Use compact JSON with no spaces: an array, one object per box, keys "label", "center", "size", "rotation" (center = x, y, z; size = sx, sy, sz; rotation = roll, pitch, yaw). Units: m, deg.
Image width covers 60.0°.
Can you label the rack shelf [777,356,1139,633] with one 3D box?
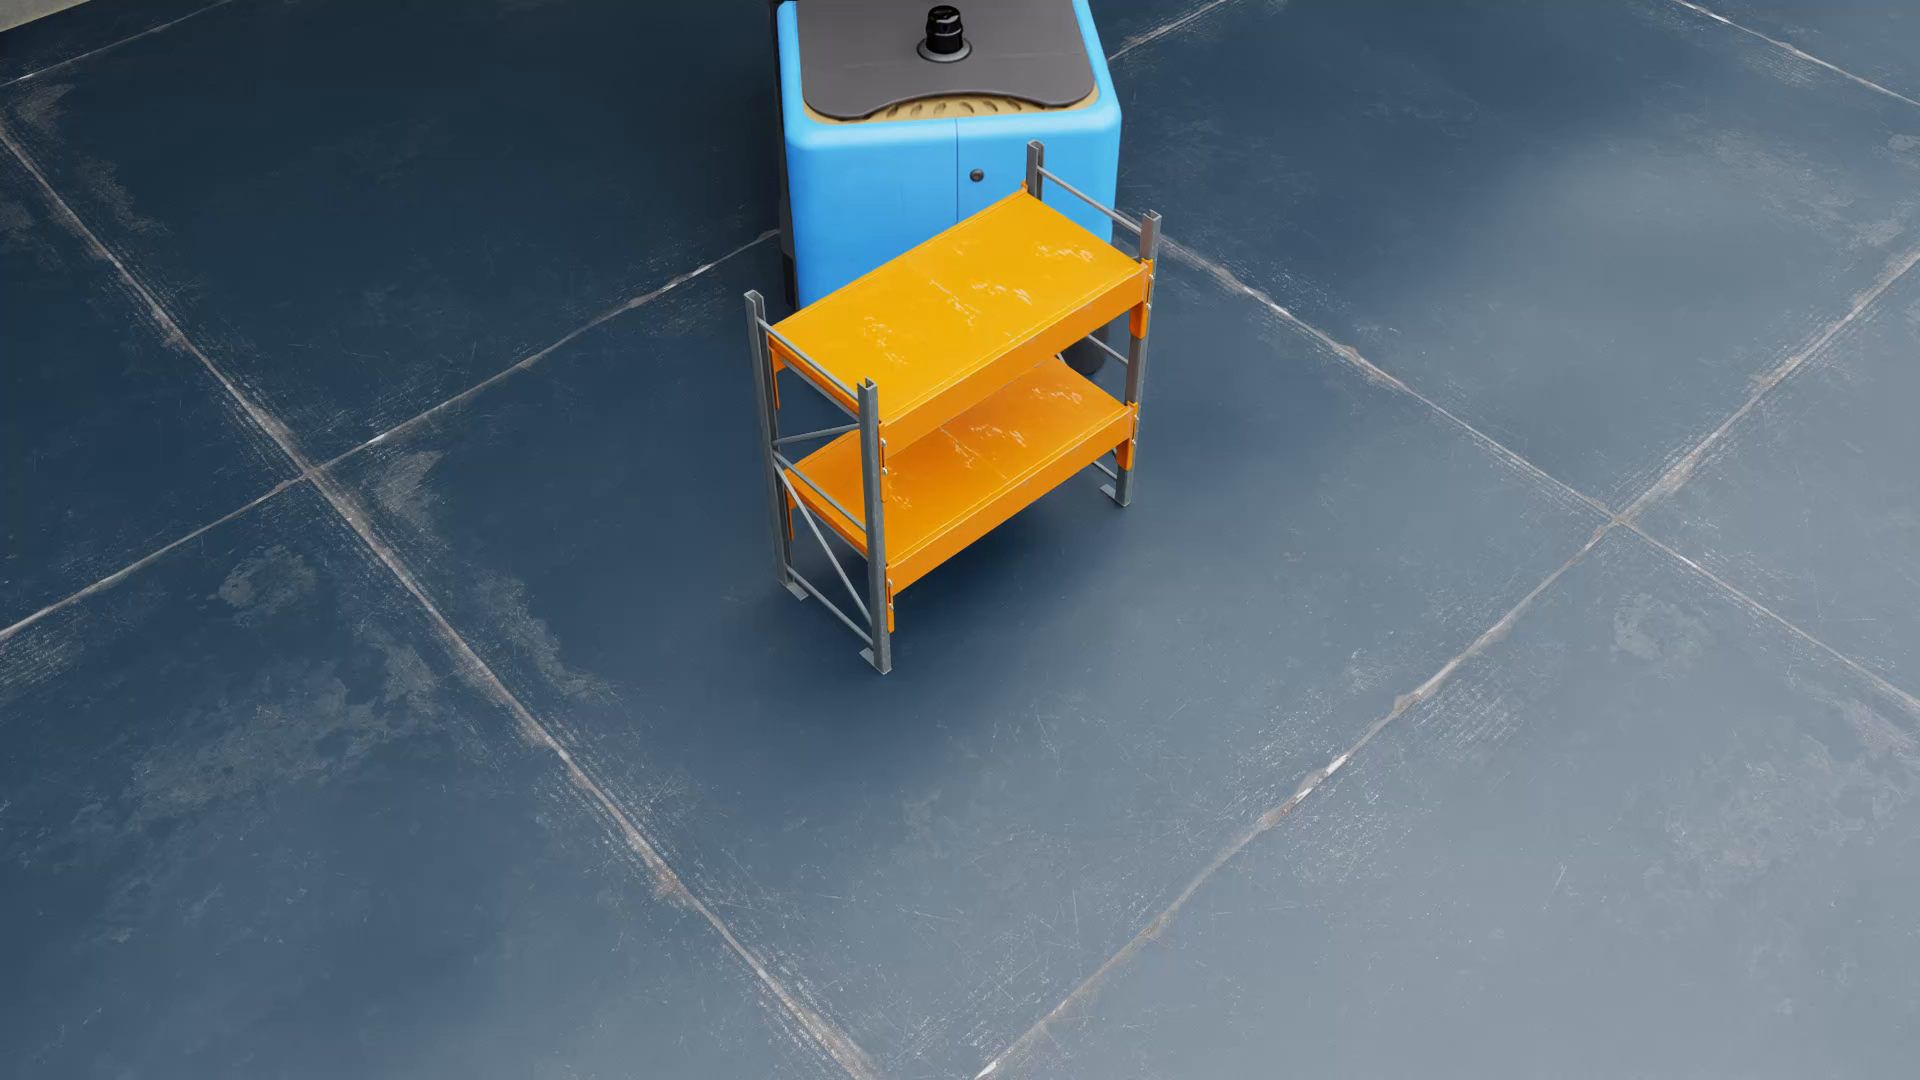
[{"label":"rack shelf","center":[-0.005,-0.212,5.013],"size":[1.000,0.278,0.538],"rotation":[-34,56,-27]}]

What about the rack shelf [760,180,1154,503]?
[{"label":"rack shelf","center":[-0.005,-0.577,4.618],"size":[1.000,0.278,0.538],"rotation":[-34,56,-27]}]

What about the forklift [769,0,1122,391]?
[{"label":"forklift","center":[-0.168,-2.580,5.636],"size":[1.130,2.935,3.031],"rotation":[-5,47,-4]}]

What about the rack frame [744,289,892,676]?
[{"label":"rack frame","center":[-0.381,-0.127,4.602],"size":[0.032,1.125,0.500],"rotation":[-34,56,-27]}]

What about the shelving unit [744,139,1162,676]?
[{"label":"shelving unit","center":[-0.005,-0.378,4.834],"size":[1.048,1.125,0.538],"rotation":[-34,56,-27]}]

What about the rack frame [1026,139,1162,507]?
[{"label":"rack frame","center":[0.371,-0.629,5.065],"size":[0.032,1.125,0.500],"rotation":[-34,56,-27]}]
